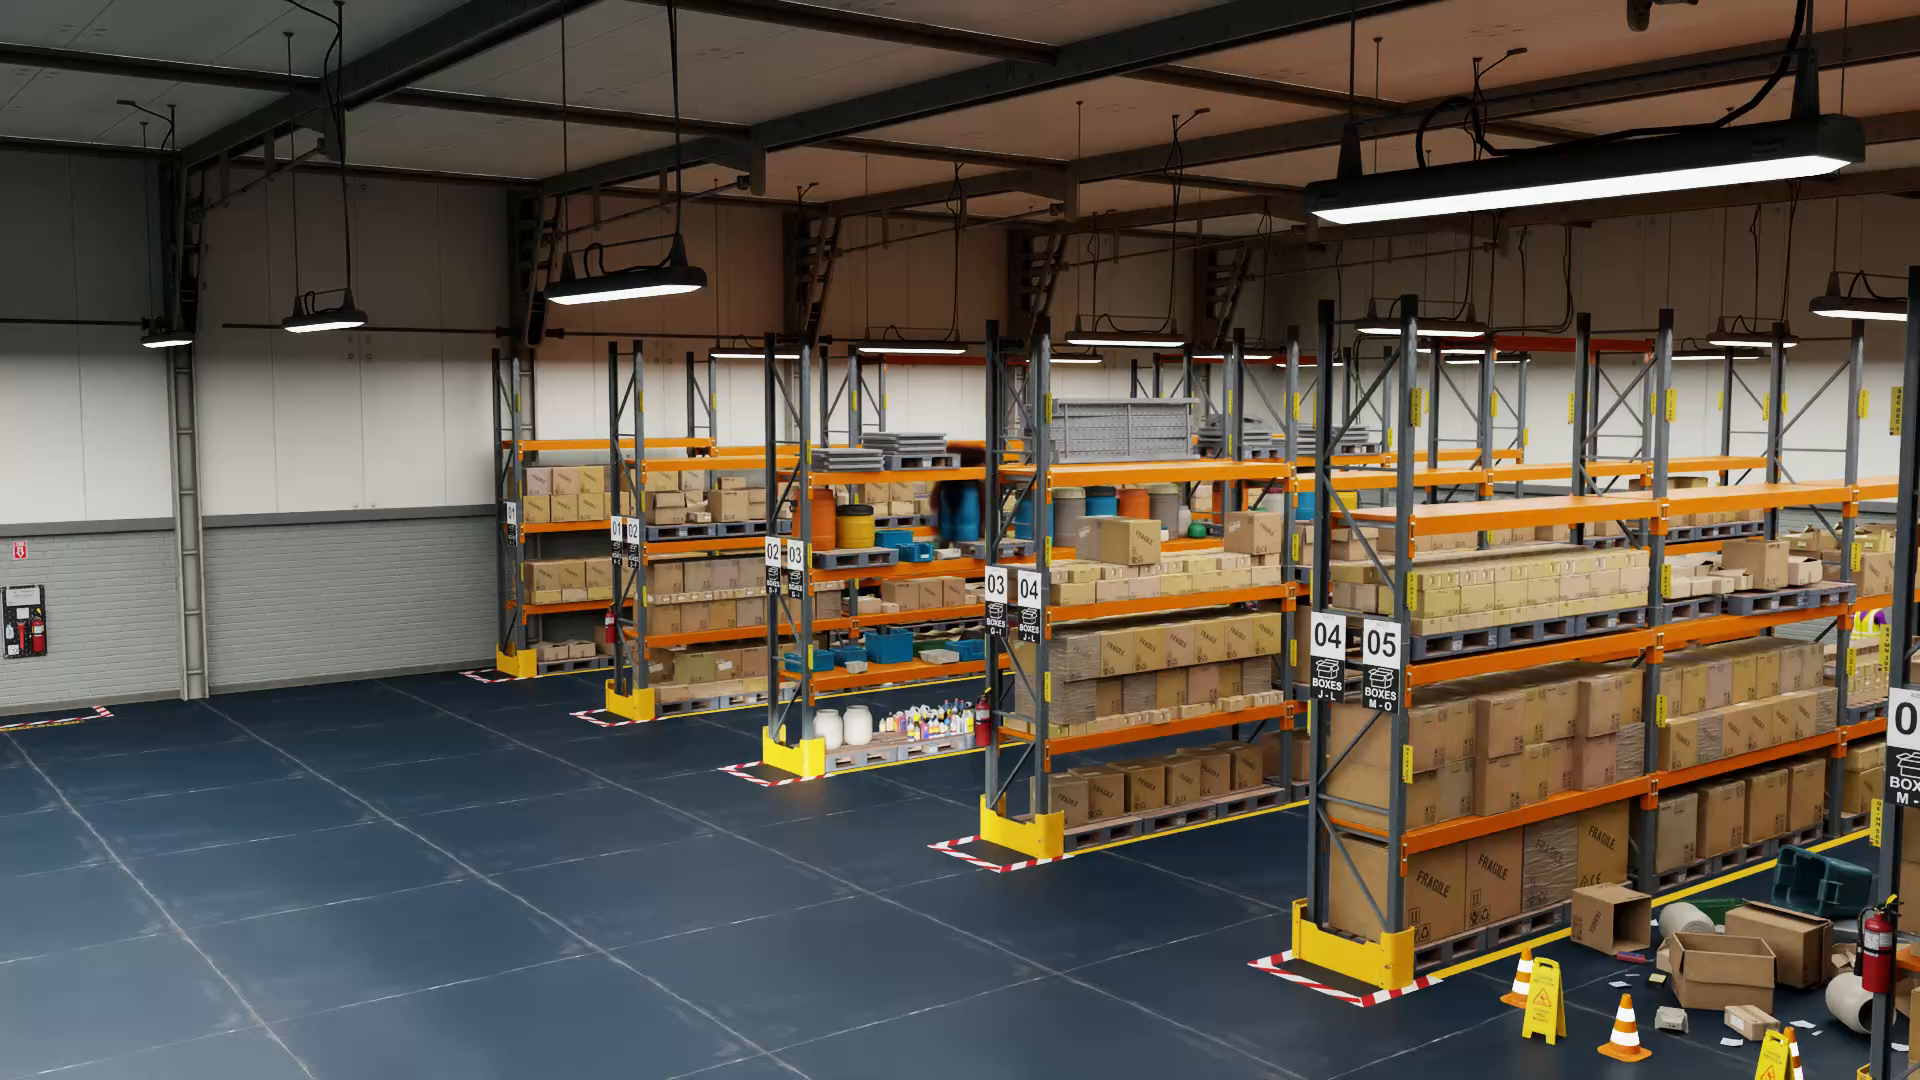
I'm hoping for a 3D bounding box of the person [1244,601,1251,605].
[{"bbox_3d":[6.741,0.741,40.424,1.014,1.727,0.634,4,7,42],"label":"person"}]

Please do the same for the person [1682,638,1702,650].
[{"bbox_3d":[10.649,2.244,24.270,0.406,1.583,0.659,5,7,44],"label":"person"}]

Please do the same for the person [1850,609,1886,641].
[{"bbox_3d":[15.702,1.764,28.897,1.002,1.727,0.665,-5,7,-44],"label":"person"}]
